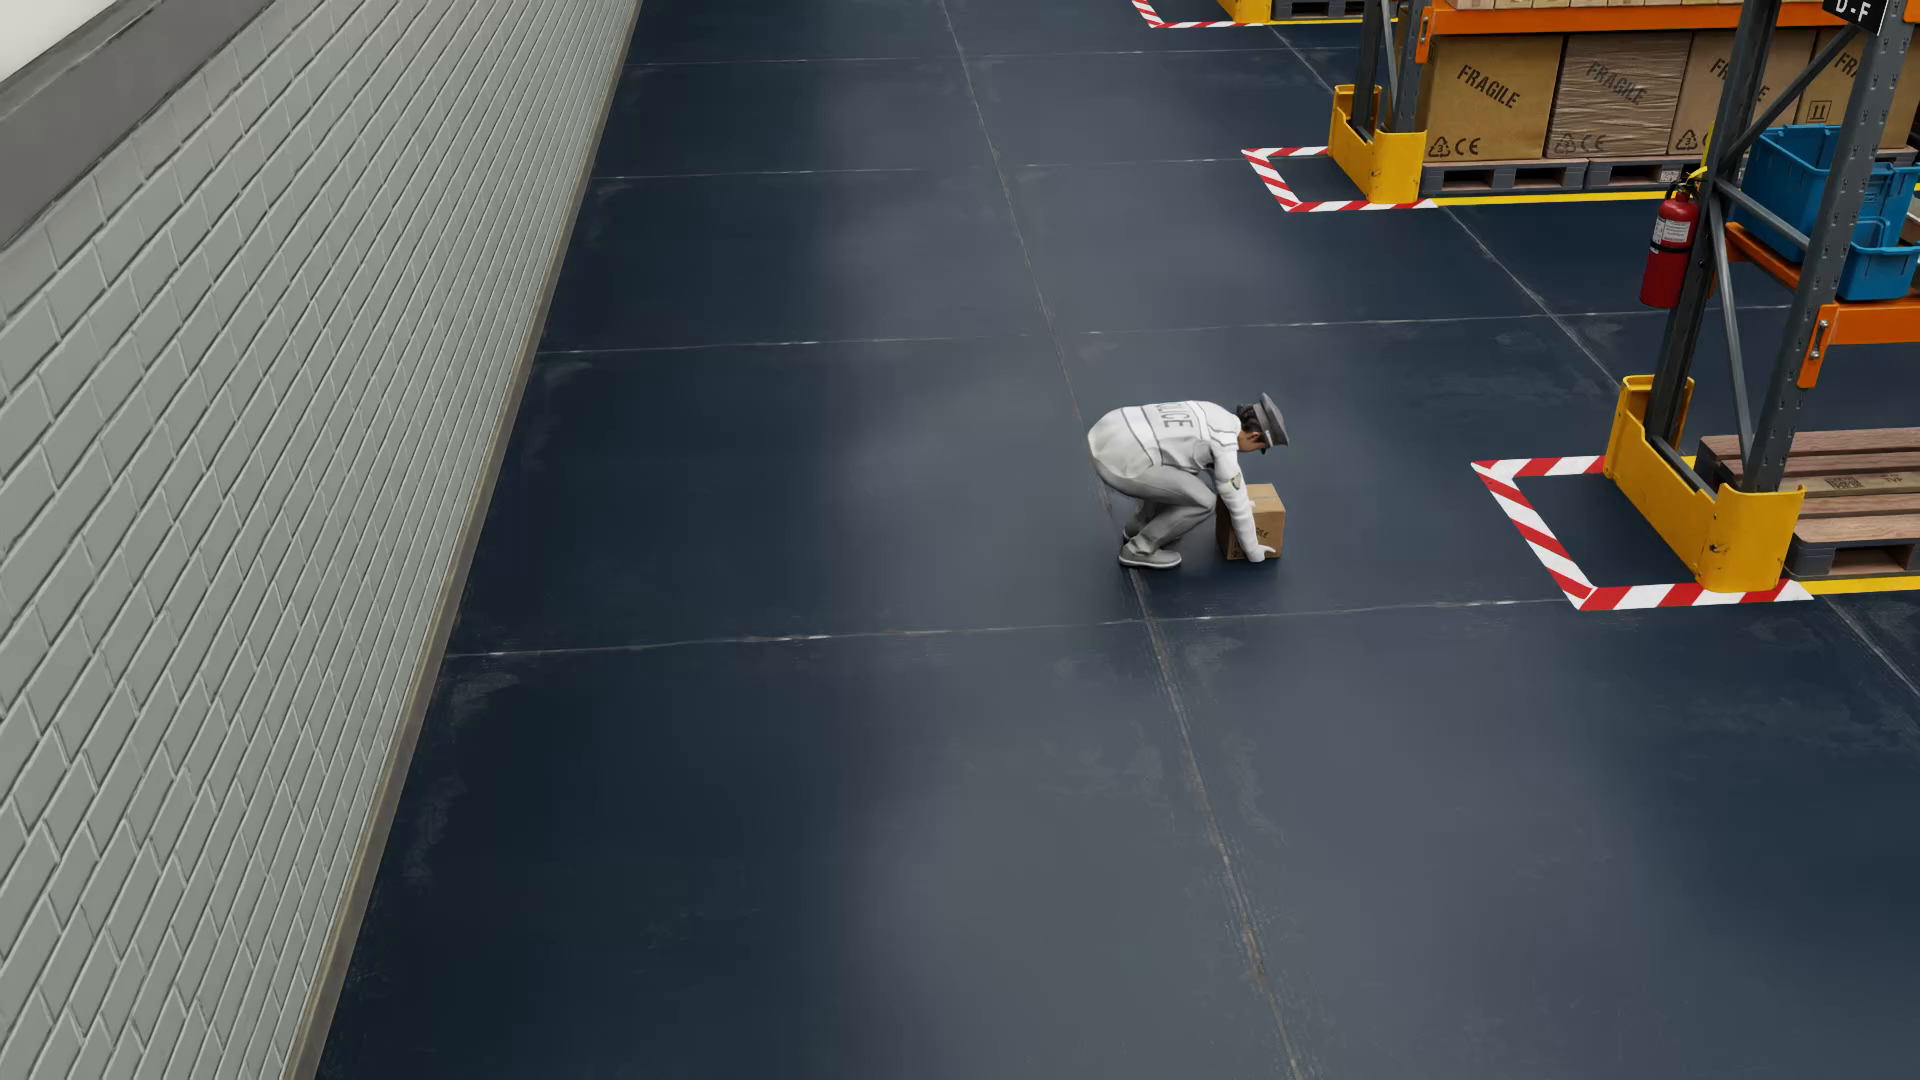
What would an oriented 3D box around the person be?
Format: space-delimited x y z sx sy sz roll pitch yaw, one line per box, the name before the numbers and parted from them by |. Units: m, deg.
person | 1.024 -0.274 7.484 0.914 0.759 0.445 -4 31 -6
